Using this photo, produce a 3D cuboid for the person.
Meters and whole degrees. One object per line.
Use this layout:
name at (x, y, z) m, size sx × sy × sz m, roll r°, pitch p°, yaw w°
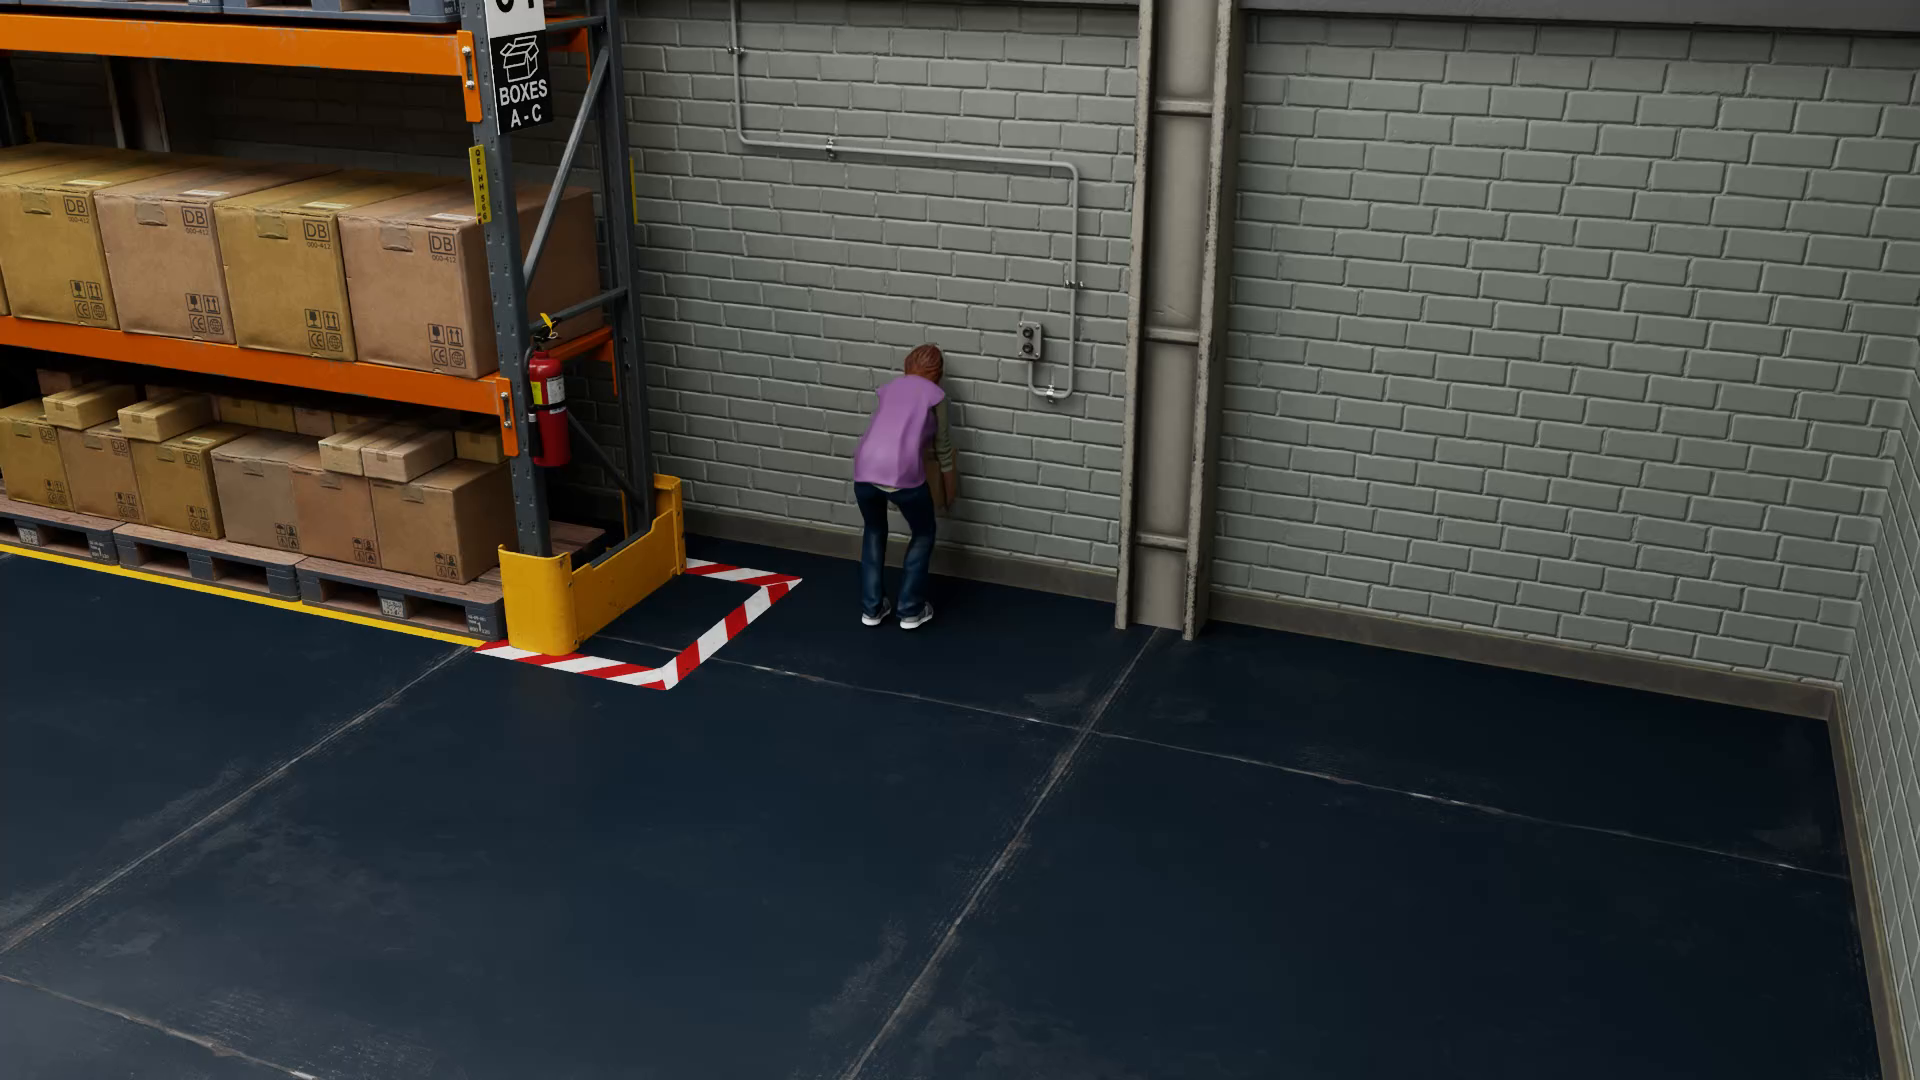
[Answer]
person at (-0.255, -0.244, 8.111) m, size 0.382 × 1.278 × 0.780 m, roll 8°, pitch 24°, yaw 19°
